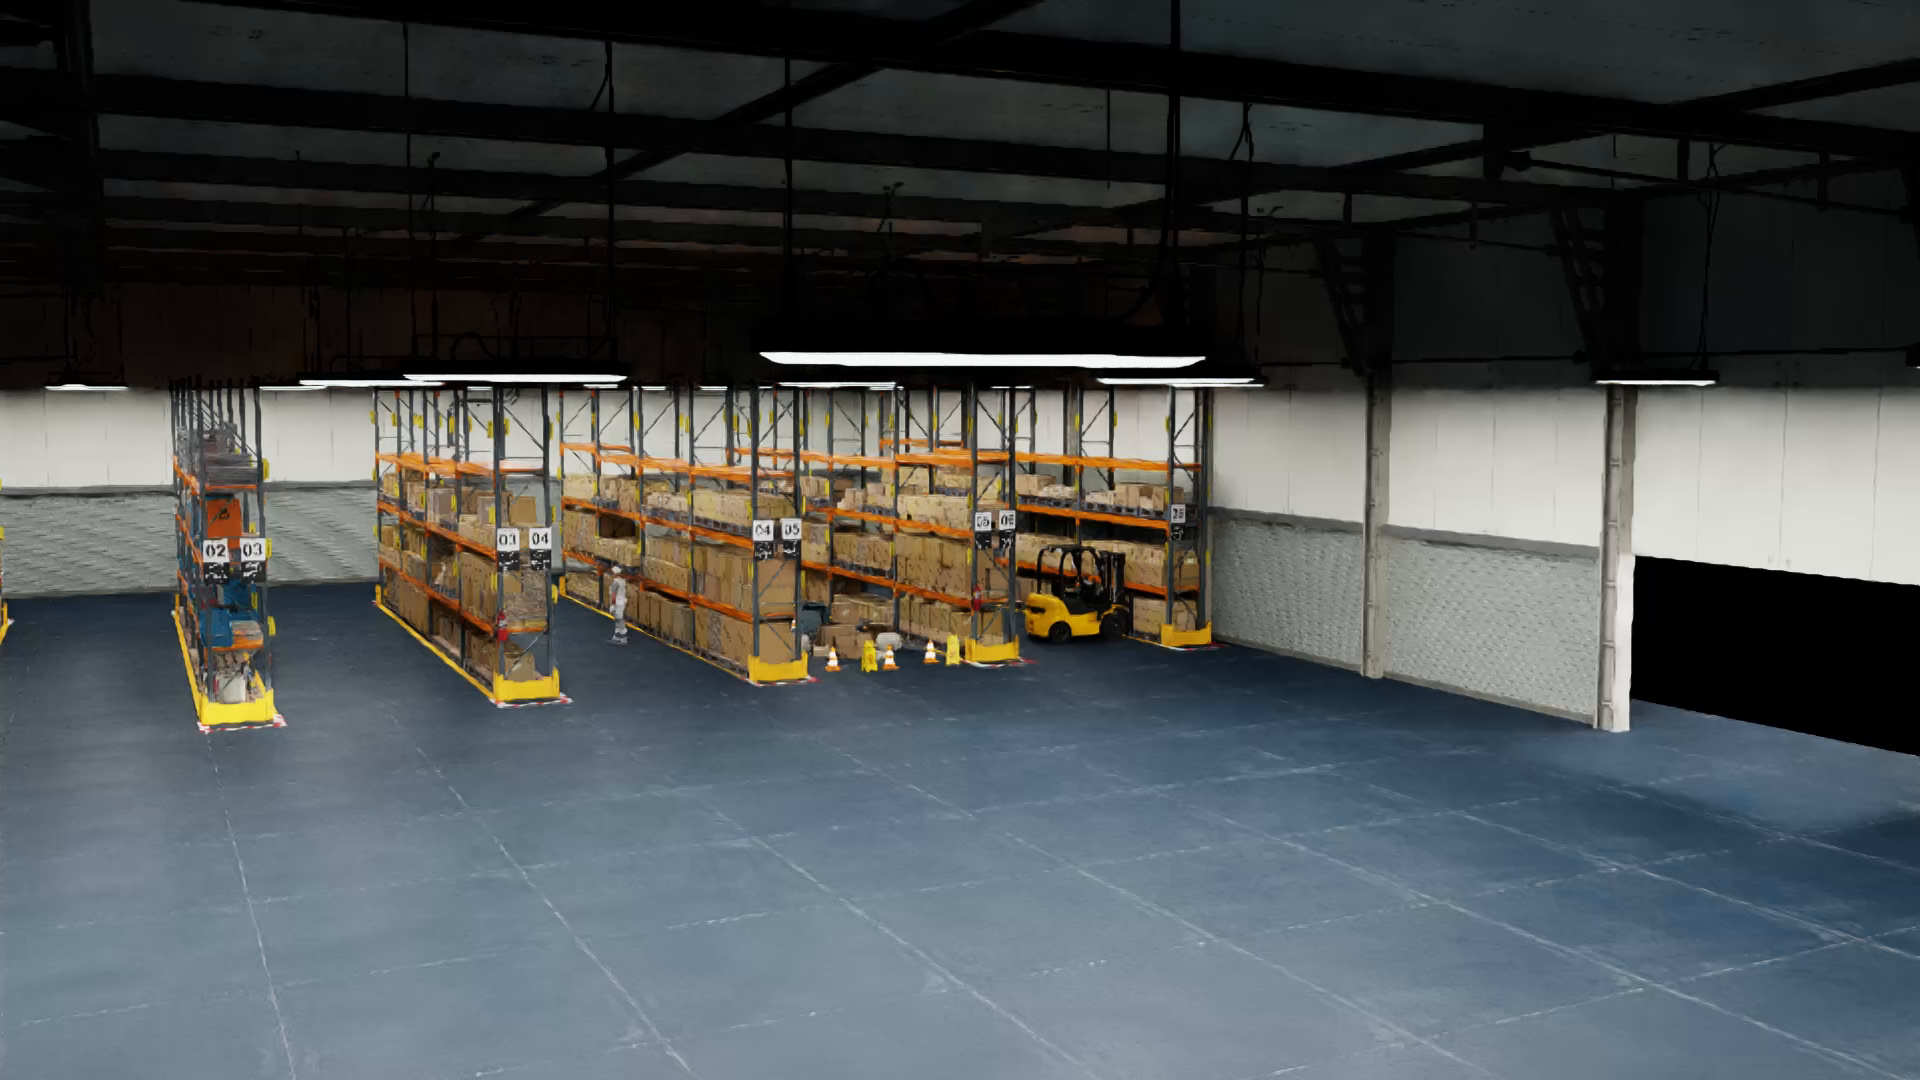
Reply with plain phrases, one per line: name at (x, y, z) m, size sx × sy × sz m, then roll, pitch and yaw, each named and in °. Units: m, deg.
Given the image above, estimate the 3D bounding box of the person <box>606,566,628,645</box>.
person at (-7.784, 1.468, 37.662) m, size 0.577 × 1.785 × 0.655 m, roll 0°, pitch 5°, yaw 5°
